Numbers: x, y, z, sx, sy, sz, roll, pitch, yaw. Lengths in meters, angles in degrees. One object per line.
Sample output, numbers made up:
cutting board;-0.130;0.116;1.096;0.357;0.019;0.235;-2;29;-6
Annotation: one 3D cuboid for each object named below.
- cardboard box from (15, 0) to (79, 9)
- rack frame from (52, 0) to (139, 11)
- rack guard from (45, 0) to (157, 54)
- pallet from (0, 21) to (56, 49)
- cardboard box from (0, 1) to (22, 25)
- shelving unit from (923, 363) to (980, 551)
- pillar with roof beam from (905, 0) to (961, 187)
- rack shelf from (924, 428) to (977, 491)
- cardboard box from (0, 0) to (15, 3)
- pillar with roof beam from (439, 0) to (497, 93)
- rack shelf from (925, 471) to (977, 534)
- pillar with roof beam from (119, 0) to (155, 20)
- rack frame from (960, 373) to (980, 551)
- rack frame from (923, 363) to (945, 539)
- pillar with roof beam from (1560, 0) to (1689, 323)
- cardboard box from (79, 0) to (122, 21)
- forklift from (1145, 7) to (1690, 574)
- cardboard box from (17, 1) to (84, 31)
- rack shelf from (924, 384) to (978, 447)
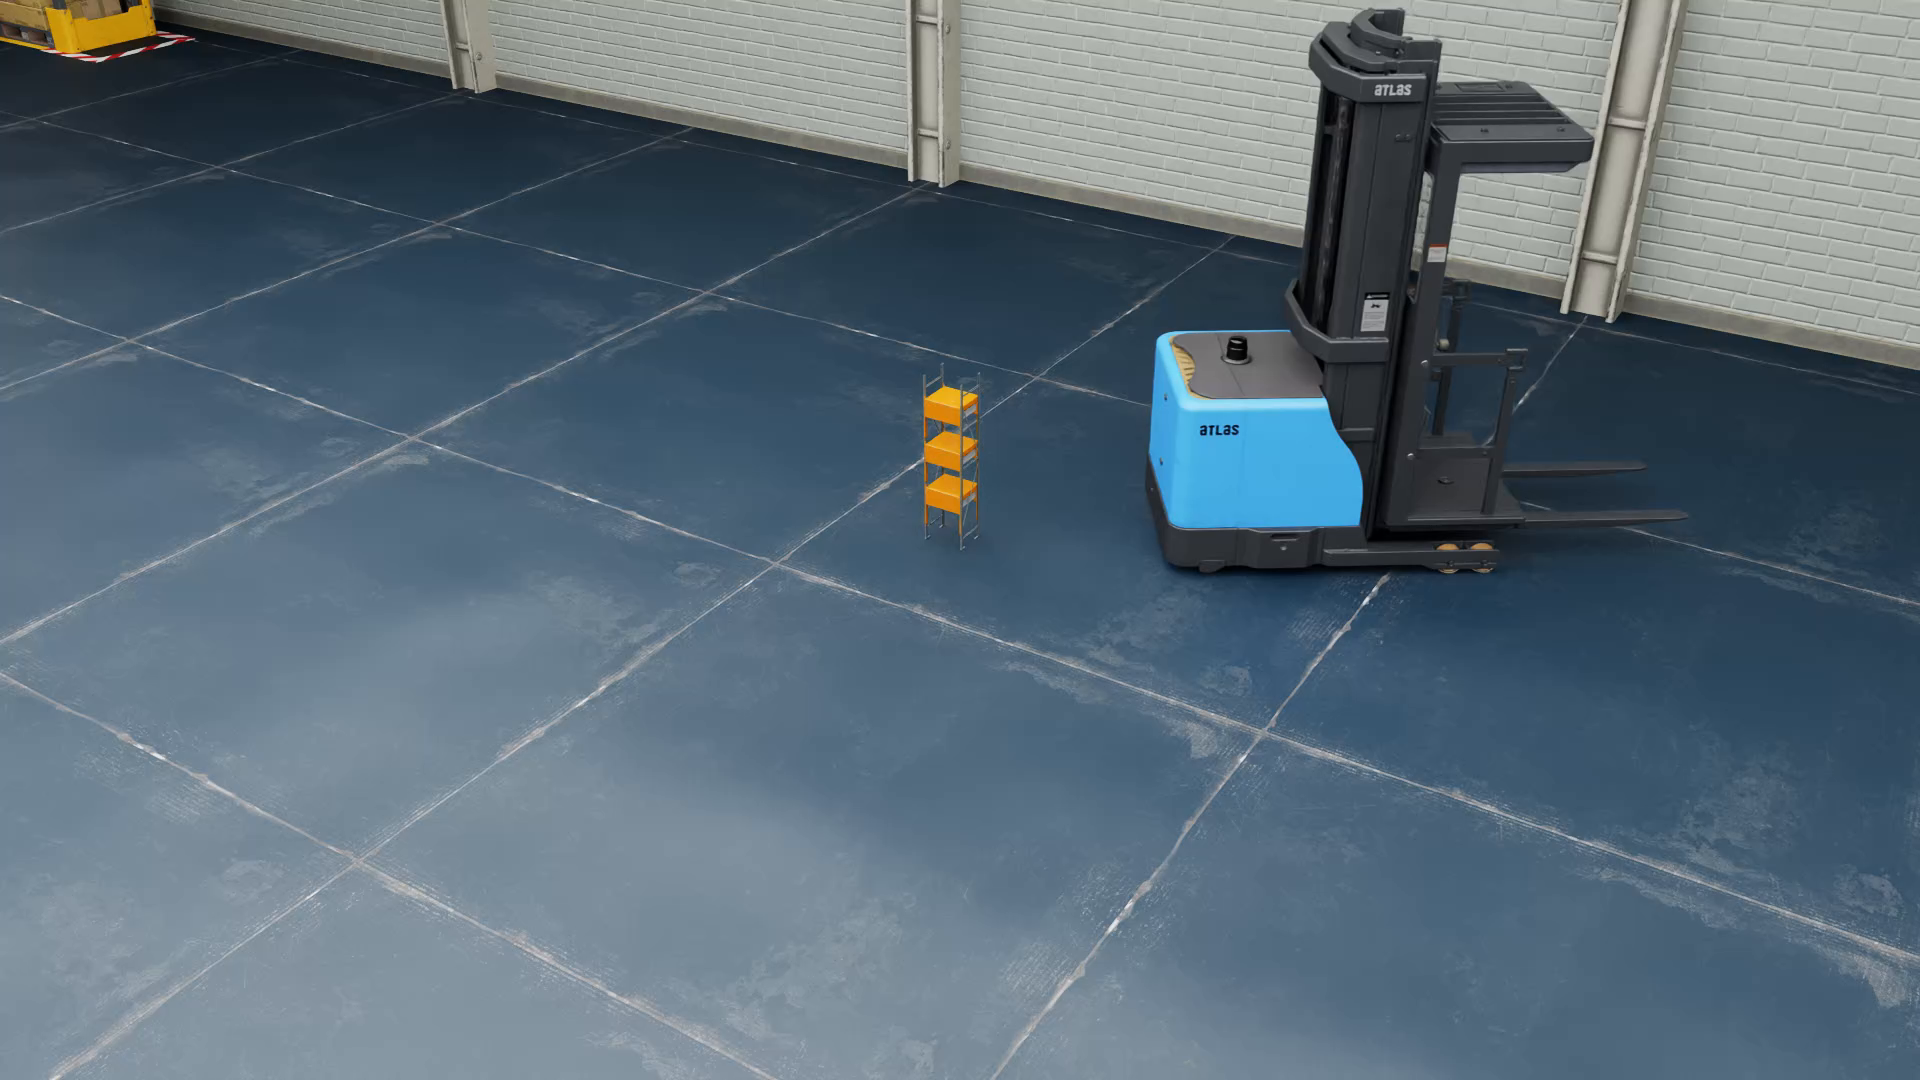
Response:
cardboard box;-10.870;-6.510;19.747;0.500;0.250;0.500;17;34;27
rack frame;-10.291;-7.303;19.291;0.127;3.000;1.000;18;35;27
rack guard;-10.271;-6.217;19.910;0.348;0.500;1.175;18;35;27
pallet;-10.961;-6.285;20.314;1.213;0.211;1.003;18;35;27
cardboard box;-11.273;-6.425;20.098;0.500;0.250;0.500;18;35;27
shelving unit;-0.045;-0.468;9.510;0.252;1.050;0.215;18;35;27
pillar with roof beam;-2.527;-5.413;10.099;0.400;9.000;9.100;18;35;27
rack shelf;-0.045;-0.459;9.515;0.240;0.259;0.215;18;35;27
cardboard box;-11.289;-6.648;19.985;0.500;0.250;0.500;17;34;27
pillar with roof beam;-7.609;-7.021;12.854;0.400;9.000;9.100;18;35;27
rack shelf;-0.045;-0.219;9.655;0.240;0.259;0.215;18;35;27
pillar with roof beam;-12.691;-8.628;15.609;0.400;9.000;9.100;18;35;27
rack frame;0.058;-0.435;9.454;0.008;1.050;0.200;18;35;27
rack frame;-0.149;-0.500;9.566;0.008;1.050;0.200;18;35;27
pillar with roof beam;2.555;-3.806;7.344;0.400;9.000;9.100;18;35;27
cardboard box;-10.603;-6.512;20.247;0.500;0.250;0.500;18;35;28
forklift;2.659;-1.344;9.145;3.031;2.935;1.130;-1;30;-2
cardboard box;-10.857;-6.288;19.863;0.500;0.250;0.500;18;35;28
rack shelf;-0.045;-0.704;9.372;0.240;0.259;0.215;18;35;27
